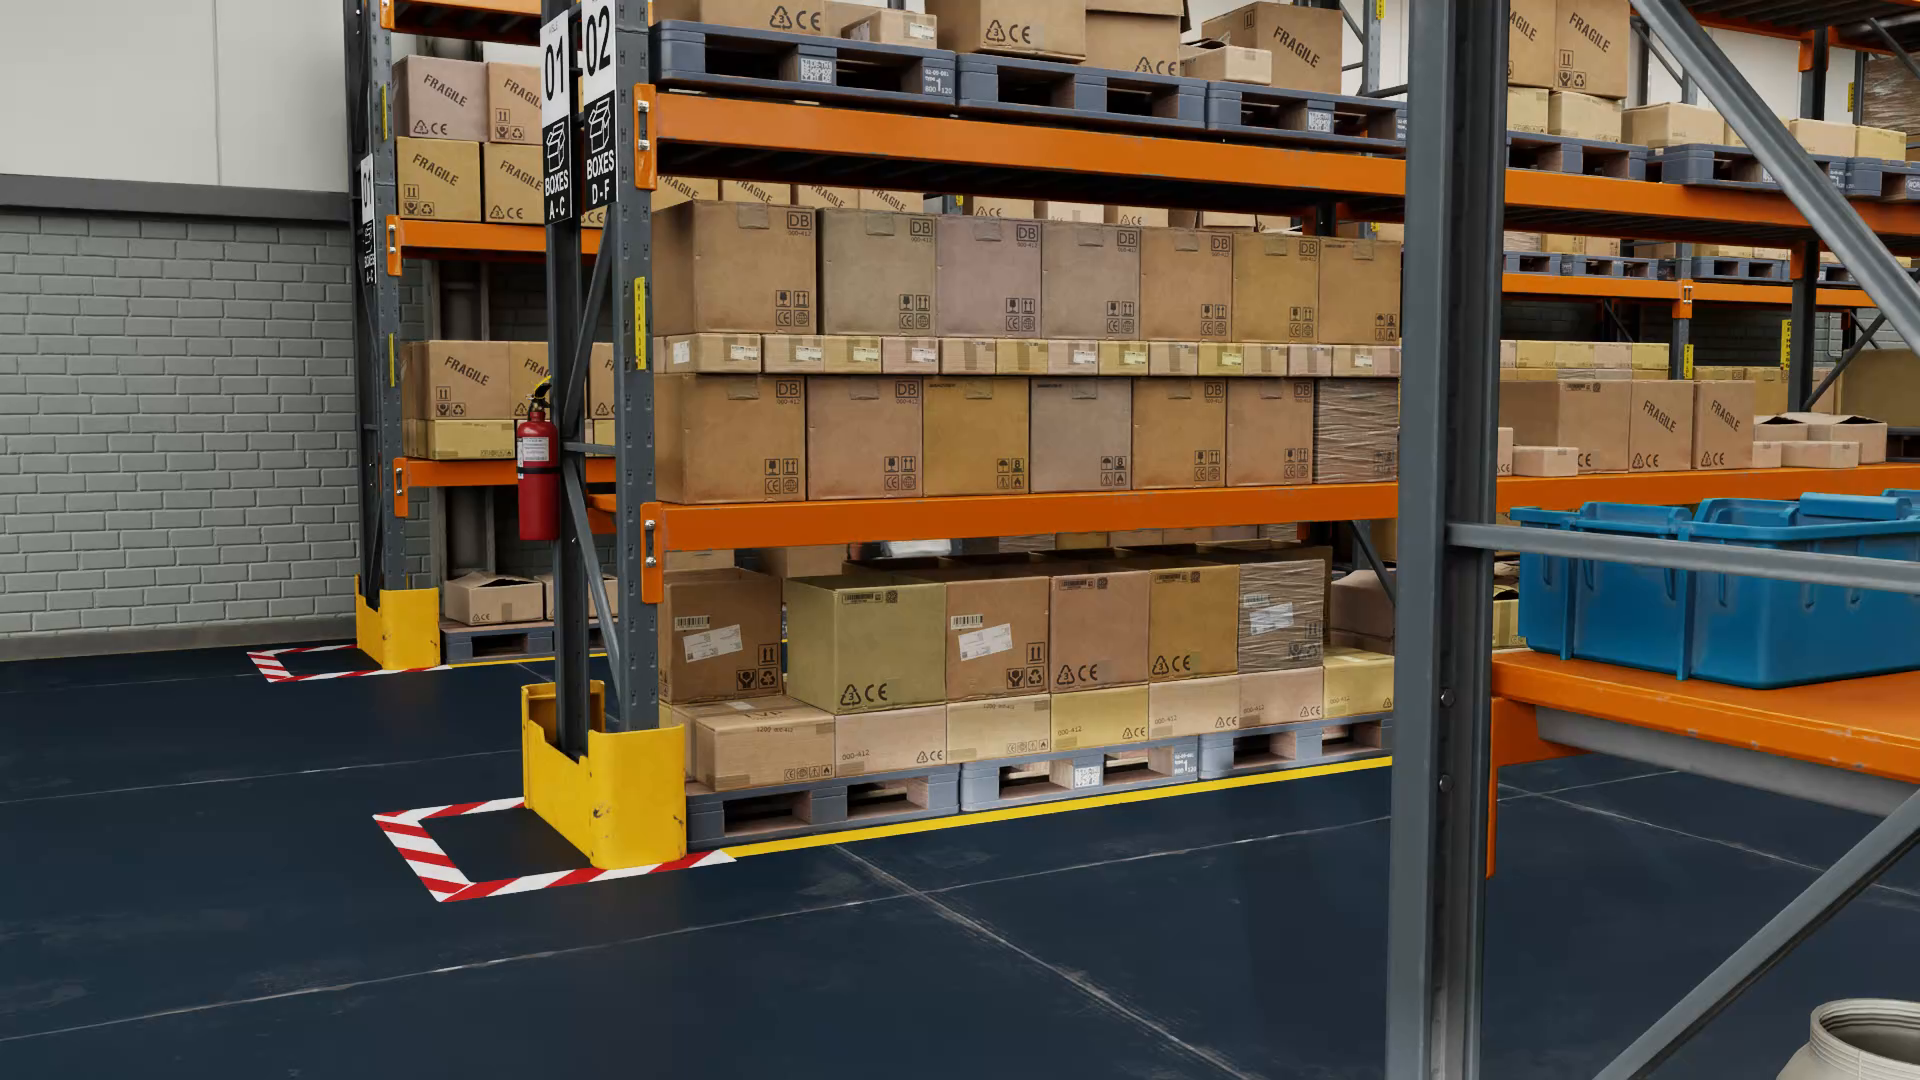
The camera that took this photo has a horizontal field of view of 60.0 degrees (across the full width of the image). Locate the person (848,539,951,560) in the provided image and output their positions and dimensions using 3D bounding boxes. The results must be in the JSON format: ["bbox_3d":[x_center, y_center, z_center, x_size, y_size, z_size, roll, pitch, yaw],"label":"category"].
[{"bbox_3d":[-0.417,0.099,10.751,0.590,1.381,0.826,-3,6,-29],"label":"person"}]
